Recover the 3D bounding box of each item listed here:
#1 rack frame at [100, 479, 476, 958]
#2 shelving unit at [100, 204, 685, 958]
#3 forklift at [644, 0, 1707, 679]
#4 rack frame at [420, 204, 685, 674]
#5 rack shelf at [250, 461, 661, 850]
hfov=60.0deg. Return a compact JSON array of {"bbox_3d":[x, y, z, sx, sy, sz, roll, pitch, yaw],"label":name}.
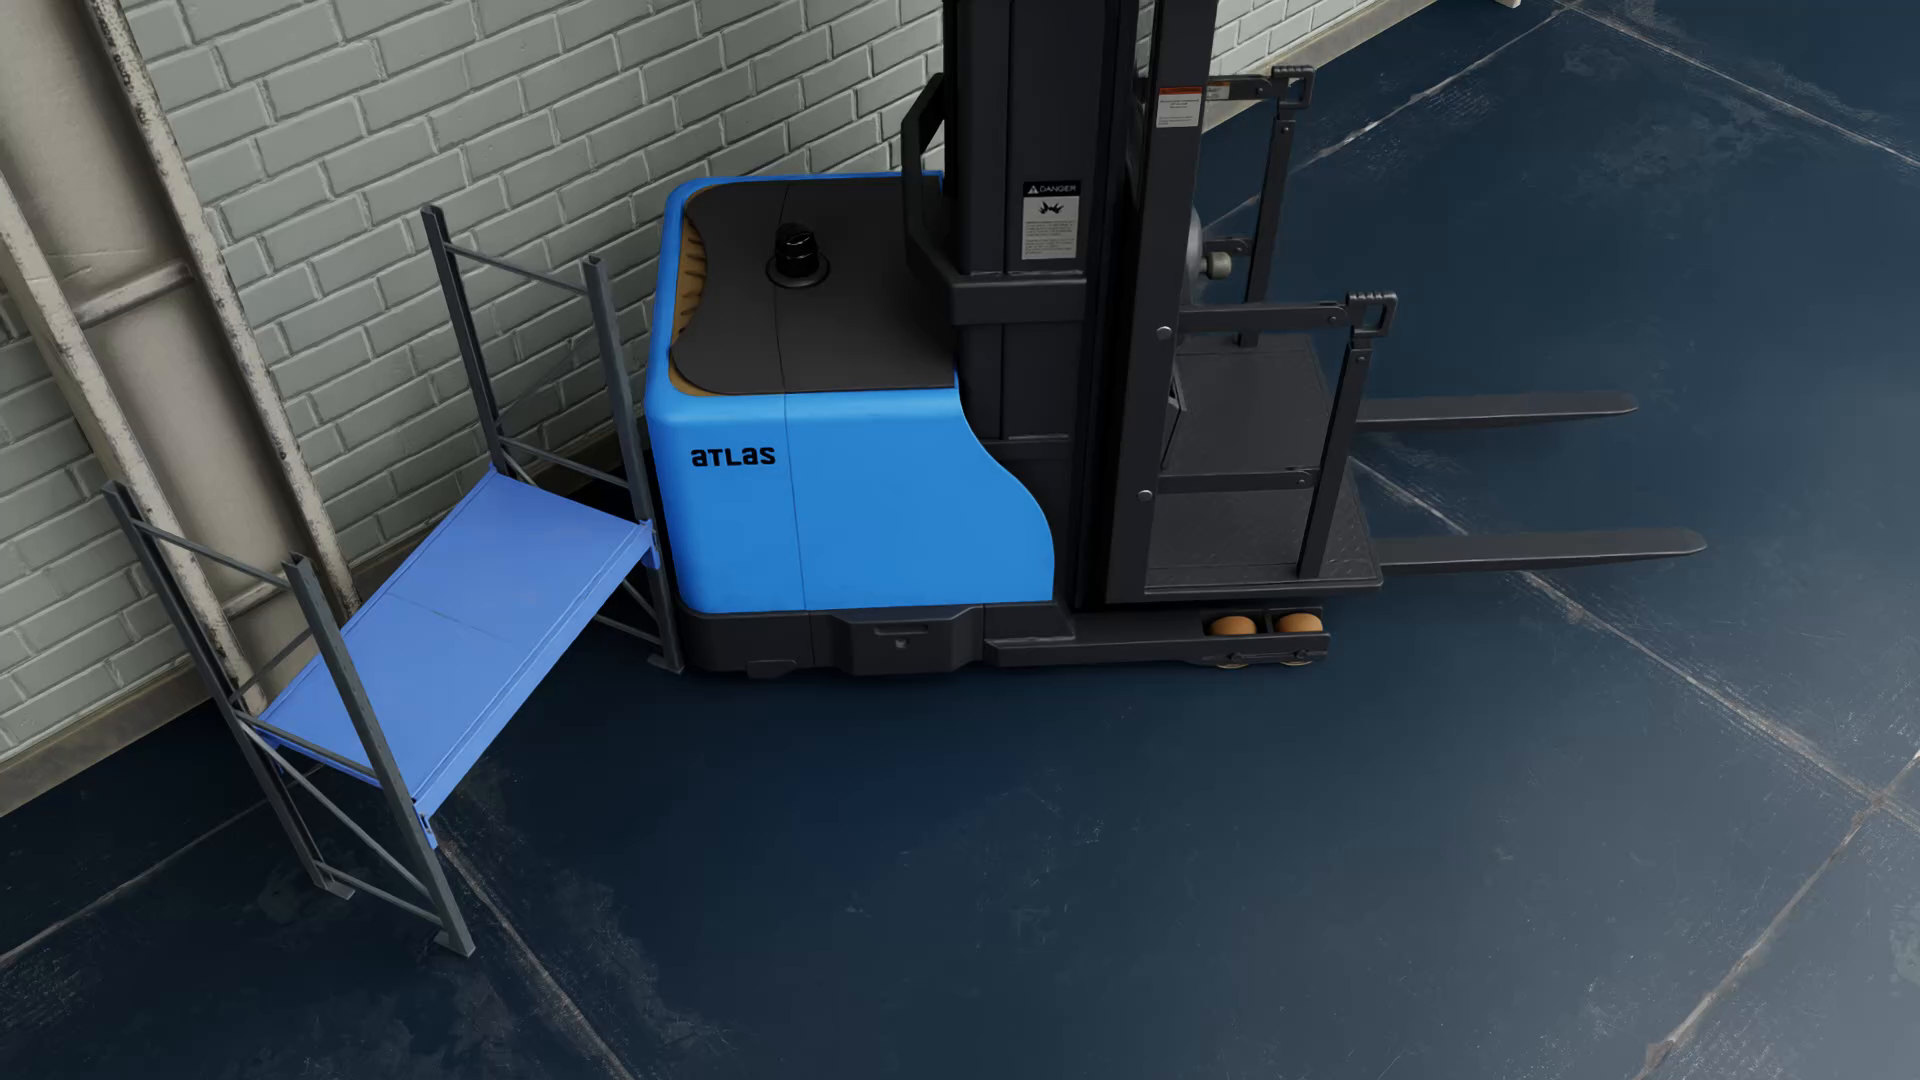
[{"bbox_3d":[-1.478,0.474,3.792,0.500,1.500,0.032,19,50,17],"label":"rack frame"},{"bbox_3d":[-1.261,0.136,4.104,0.538,1.500,1.048,19,50,17],"label":"shelving unit"},{"bbox_3d":[0.685,-1.005,4.183,3.031,2.935,1.130,-2,47,-2],"label":"forklift"},{"bbox_3d":[-1.044,-0.202,4.416,0.500,1.500,0.032,19,50,17],"label":"rack frame"},{"bbox_3d":[-1.261,0.258,4.236,0.538,0.185,1.000,19,50,17],"label":"rack shelf"}]
